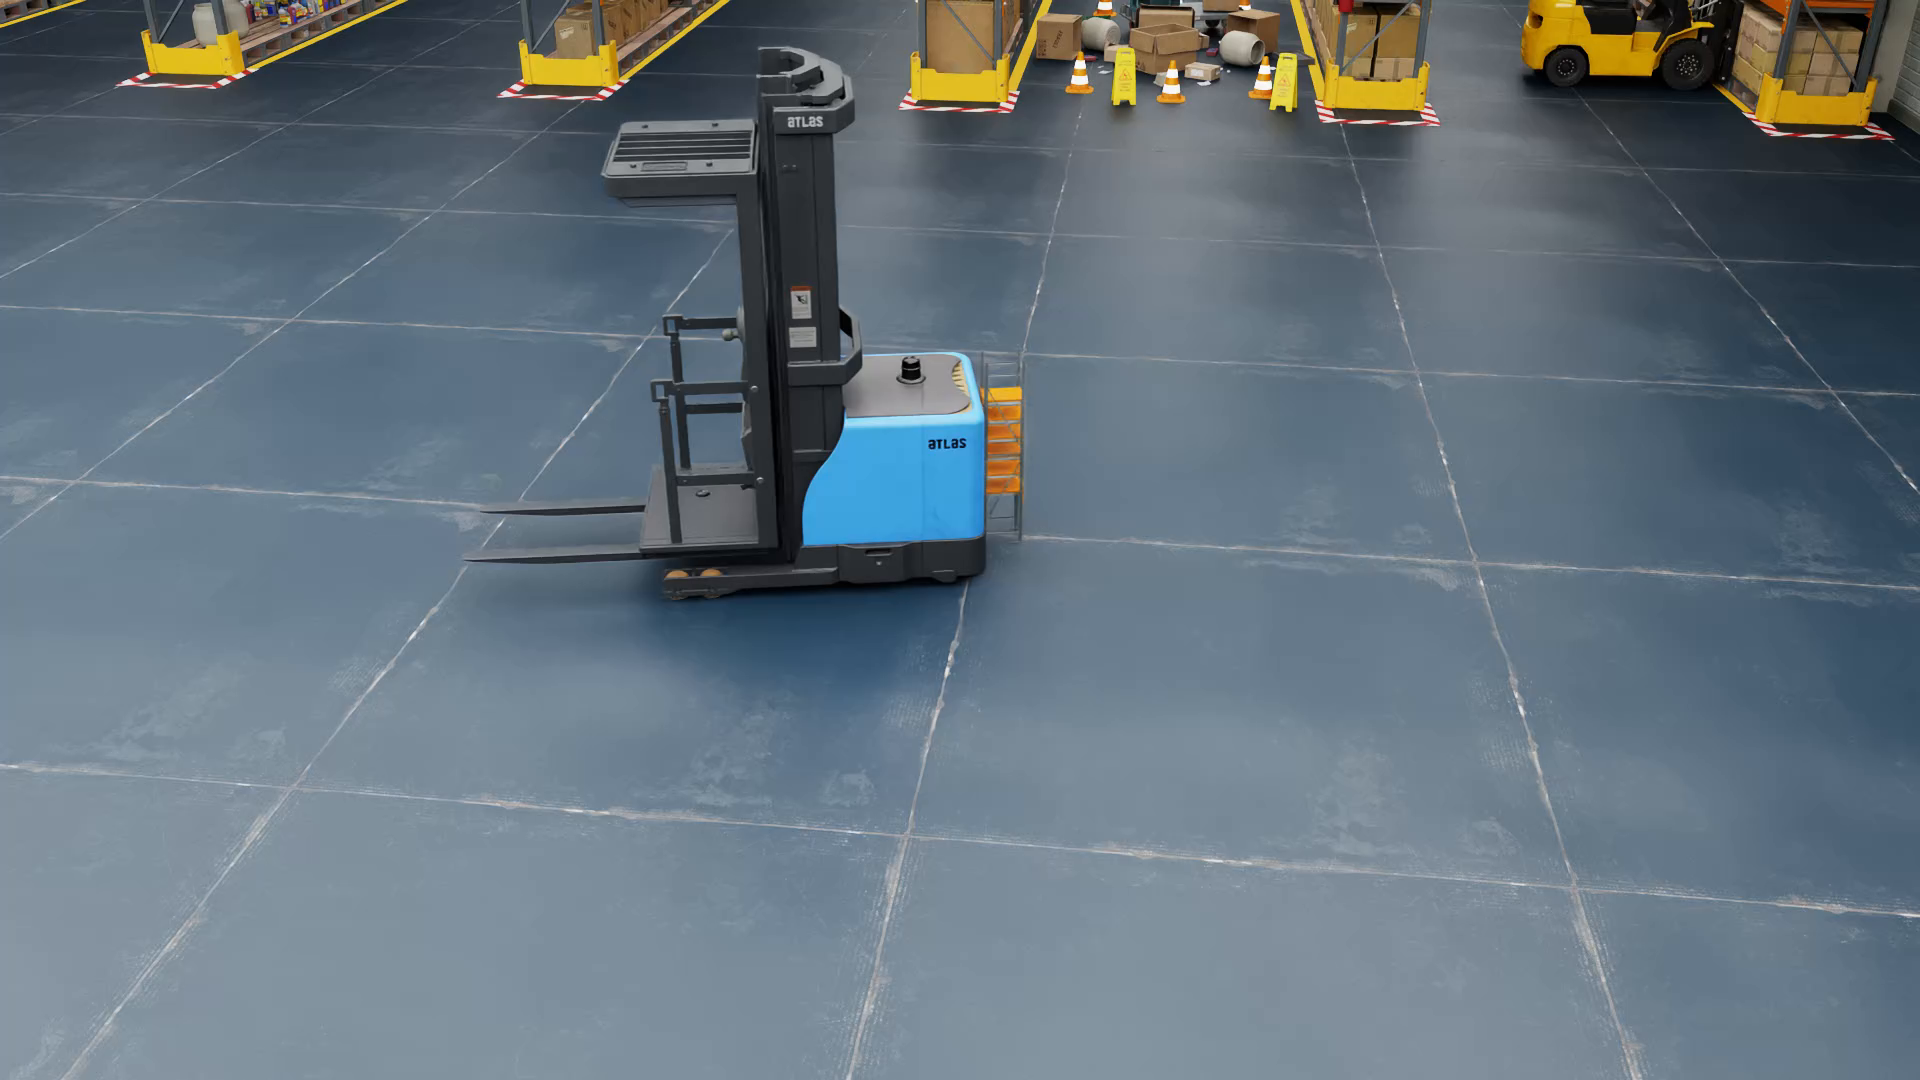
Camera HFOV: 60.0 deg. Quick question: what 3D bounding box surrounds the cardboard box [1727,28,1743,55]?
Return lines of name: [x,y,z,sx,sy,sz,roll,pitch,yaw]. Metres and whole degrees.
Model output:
cardboard box: [9.722,-6.114,20.365,0.500,0.250,0.500,3,28,5]

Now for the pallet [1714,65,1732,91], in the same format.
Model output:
pallet: [10.062,-5.900,20.979,1.003,0.211,1.213,3,28,6]

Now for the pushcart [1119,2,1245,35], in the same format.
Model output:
pushcart: [3.152,-7.317,23.433,1.648,0.377,0.936,-6,29,-11]

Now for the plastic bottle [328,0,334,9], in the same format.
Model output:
plastic bottle: [-9.146,-7.843,23.975,0.144,0.351,0.185,2,28,4]

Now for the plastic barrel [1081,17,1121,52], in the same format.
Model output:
plastic barrel: [1.879,-6.845,22.509,0.421,0.421,0.512,-24,36,-37]

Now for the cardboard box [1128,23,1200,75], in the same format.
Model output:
cardboard box: [2.634,-6.354,21.514,0.797,0.503,0.637,-17,33,-29]

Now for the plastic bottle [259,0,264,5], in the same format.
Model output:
plastic bottle: [-9.916,-7.609,23.540,0.144,0.351,0.185,3,28,6]

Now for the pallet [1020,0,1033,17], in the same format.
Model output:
pallet: [0.516,-7.742,24.399,1.003,0.211,1.213,3,28,6]

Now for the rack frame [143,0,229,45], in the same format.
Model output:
rack frame: [-9.820,-7.343,20.718,1.000,3.000,0.127,3,28,6]

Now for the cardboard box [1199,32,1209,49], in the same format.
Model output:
cardboard box: [3.191,-6.900,22.777,0.258,0.266,0.396,-17,33,-29]

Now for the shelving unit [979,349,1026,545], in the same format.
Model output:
shelving unit: [0.251,-0.549,10.004,0.258,1.200,0.189,-3,28,-6]

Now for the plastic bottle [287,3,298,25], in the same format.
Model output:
plastic bottle: [-9.243,-7.282,23.004,0.061,0.283,0.133,4,29,7]

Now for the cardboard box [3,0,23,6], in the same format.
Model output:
cardboard box: [-14.156,-8.024,24.438,0.500,0.250,0.500,3,28,6]

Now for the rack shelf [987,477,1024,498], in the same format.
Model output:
rack shelf: [0.251,-0.299,10.139,0.258,0.103,0.180,-3,28,-6]

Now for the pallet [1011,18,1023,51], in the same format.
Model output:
pallet: [0.325,-7.021,23.060,1.003,0.211,1.213,3,28,6]

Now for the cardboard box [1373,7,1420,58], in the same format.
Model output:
cardboard box: [5.307,-6.159,20.185,0.500,0.500,0.500,2,28,4]

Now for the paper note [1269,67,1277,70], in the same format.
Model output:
paper note: [4.039,-6.138,21.610,0.142,0.019,0.148,-6,29,-11]

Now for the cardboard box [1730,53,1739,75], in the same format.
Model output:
cardboard box: [9.742,-5.875,20.449,0.500,0.250,0.500,4,29,7]

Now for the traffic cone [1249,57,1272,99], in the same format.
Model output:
traffic cone: [3.703,-5.640,20.231,0.336,0.463,0.334,3,28,6]

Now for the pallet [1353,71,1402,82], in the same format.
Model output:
pallet: [5.075,-5.668,20.548,1.003,0.211,1.213,3,28,6]

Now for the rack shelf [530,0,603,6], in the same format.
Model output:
rack shelf: [-4.659,-7.680,22.101,1.077,0.370,4.000,3,28,6]

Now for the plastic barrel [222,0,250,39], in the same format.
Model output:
plastic barrel: [-9.754,-6.983,22.229,0.421,0.512,0.421,0,28,0]

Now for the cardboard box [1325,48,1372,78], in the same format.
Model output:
cardboard box: [4.766,-5.861,20.423,0.500,0.250,0.500,3,28,6]

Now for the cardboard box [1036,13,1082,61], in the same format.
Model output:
cardboard box: [1.324,-6.713,22.180,0.500,0.500,0.500,8,29,15]

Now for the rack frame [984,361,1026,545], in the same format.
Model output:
rack frame: [0.261,-0.506,9.924,0.240,1.200,0.006,-3,28,-6]

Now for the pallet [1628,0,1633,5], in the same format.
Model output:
pallet: [10.698,-8.346,25.518,1.003,0.211,1.213,3,28,6]

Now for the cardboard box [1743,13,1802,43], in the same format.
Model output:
cardboard box: [9.661,-6.083,19.780,0.500,0.250,0.500,4,29,7]

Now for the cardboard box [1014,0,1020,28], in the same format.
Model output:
cardboard box: [0.349,-7.560,22.917,0.875,0.875,0.875,4,29,7]

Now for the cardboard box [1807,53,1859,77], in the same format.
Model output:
cardboard box: [10.121,-5.596,19.404,0.500,0.250,0.500,4,29,7]

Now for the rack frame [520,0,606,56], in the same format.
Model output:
rack frame: [-4.904,-7.055,20.183,1.000,3.000,0.127,3,28,6]

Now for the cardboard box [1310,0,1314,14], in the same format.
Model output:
cardboard box: [5.483,-7.637,23.591,0.950,0.372,0.625,4,29,7]

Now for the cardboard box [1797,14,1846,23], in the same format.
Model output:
cardboard box: [10.162,-6.058,19.734,0.500,0.250,0.500,3,28,6]

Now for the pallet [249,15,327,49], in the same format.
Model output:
pallet: [-9.601,-7.109,23.223,1.003,0.211,1.213,3,28,6]

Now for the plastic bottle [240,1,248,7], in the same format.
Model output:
plastic bottle: [-9.972,-7.345,23.128,0.152,0.276,0.135,4,29,7]

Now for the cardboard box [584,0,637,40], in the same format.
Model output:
cardboard box: [-4.677,-7.010,22.291,0.500,0.500,0.500,6,29,11]

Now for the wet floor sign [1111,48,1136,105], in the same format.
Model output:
wet floor sign: [1.967,-5.554,19.879,0.267,0.644,0.232,-1,28,-3]

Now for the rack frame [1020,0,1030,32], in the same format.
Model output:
rack frame: [0.496,-8.602,23.055,1.000,3.000,0.127,3,28,6]

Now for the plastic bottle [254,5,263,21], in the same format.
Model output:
plastic bottle: [-9.829,-7.379,23.270,0.097,0.201,0.097,0,28,0]

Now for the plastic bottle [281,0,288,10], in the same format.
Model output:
plastic bottle: [-9.739,-7.787,23.955,0.097,0.271,0.097,0,28,0]

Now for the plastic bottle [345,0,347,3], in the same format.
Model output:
plastic bottle: [-9.065,-7.999,24.421,0.097,0.201,0.097,0,28,0]

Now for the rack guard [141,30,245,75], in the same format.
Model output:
rack guard: [-9.857,-6.281,21.382,1.175,0.500,0.348,3,28,6]

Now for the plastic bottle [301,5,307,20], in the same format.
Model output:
plastic bottle: [-9.222,-7.395,23.301,0.097,0.201,0.097,0,28,0]

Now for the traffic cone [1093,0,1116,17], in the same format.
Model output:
traffic cone: [2.159,-8.029,24.665,0.336,0.463,0.334,3,28,6]

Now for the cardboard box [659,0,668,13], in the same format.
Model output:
cardboard box: [-4.503,-7.837,23.826,0.500,0.500,0.500,3,28,5]

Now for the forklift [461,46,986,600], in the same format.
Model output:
forklift: [-1.395,-1.207,9.400,3.031,2.935,1.130,-2,28,-5]

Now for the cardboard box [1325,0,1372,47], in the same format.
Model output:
cardboard box: [4.831,-6.422,20.673,0.500,0.500,0.500,4,29,8]

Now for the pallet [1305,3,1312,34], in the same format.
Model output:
pallet: [5.515,-7.501,23.951,1.003,0.211,1.213,3,28,6]

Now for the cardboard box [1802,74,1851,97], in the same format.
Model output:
cardboard box: [10.112,-5.387,19.543,0.500,0.250,0.500,3,29,6]

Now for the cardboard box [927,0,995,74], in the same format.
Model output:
cardboard box: [0.023,-6.292,20.564,0.875,0.875,0.875,4,29,6]

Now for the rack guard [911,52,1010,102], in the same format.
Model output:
rack guard: [0.003,-5.608,20.132,1.175,0.500,0.348,3,28,6]

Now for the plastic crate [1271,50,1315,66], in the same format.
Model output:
plastic crate: [4.415,-6.385,22.018,0.402,0.080,0.583,-6,29,-11]

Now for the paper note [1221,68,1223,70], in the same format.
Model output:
paper note: [3.324,-6.119,21.588,0.148,0.019,0.142,14,31,24]

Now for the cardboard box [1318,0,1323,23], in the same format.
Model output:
cardboard box: [5.027,-7.152,22.028,0.500,0.500,0.500,4,29,8]

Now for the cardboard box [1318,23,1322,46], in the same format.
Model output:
cardboard box: [4.964,-6.573,21.744,0.500,0.250,0.500,3,28,6]

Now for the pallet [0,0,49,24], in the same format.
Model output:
pallet: [-14.385,-7.916,24.721,1.003,0.211,1.213,3,28,6]

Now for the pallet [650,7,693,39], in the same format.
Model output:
pallet: [-4.461,-7.392,23.749,1.003,0.211,1.213,3,28,6]

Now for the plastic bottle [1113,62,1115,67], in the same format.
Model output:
plastic bottle: [2.078,-6.181,21.659,0.133,0.061,0.283,-6,29,-11]

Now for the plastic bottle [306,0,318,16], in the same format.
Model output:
plastic bottle: [-9.210,-7.582,23.569,0.152,0.276,0.135,4,29,7]

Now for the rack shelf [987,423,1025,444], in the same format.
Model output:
rack shelf: [0.251,-0.616,9.968,0.258,0.103,0.180,-3,28,-6]
